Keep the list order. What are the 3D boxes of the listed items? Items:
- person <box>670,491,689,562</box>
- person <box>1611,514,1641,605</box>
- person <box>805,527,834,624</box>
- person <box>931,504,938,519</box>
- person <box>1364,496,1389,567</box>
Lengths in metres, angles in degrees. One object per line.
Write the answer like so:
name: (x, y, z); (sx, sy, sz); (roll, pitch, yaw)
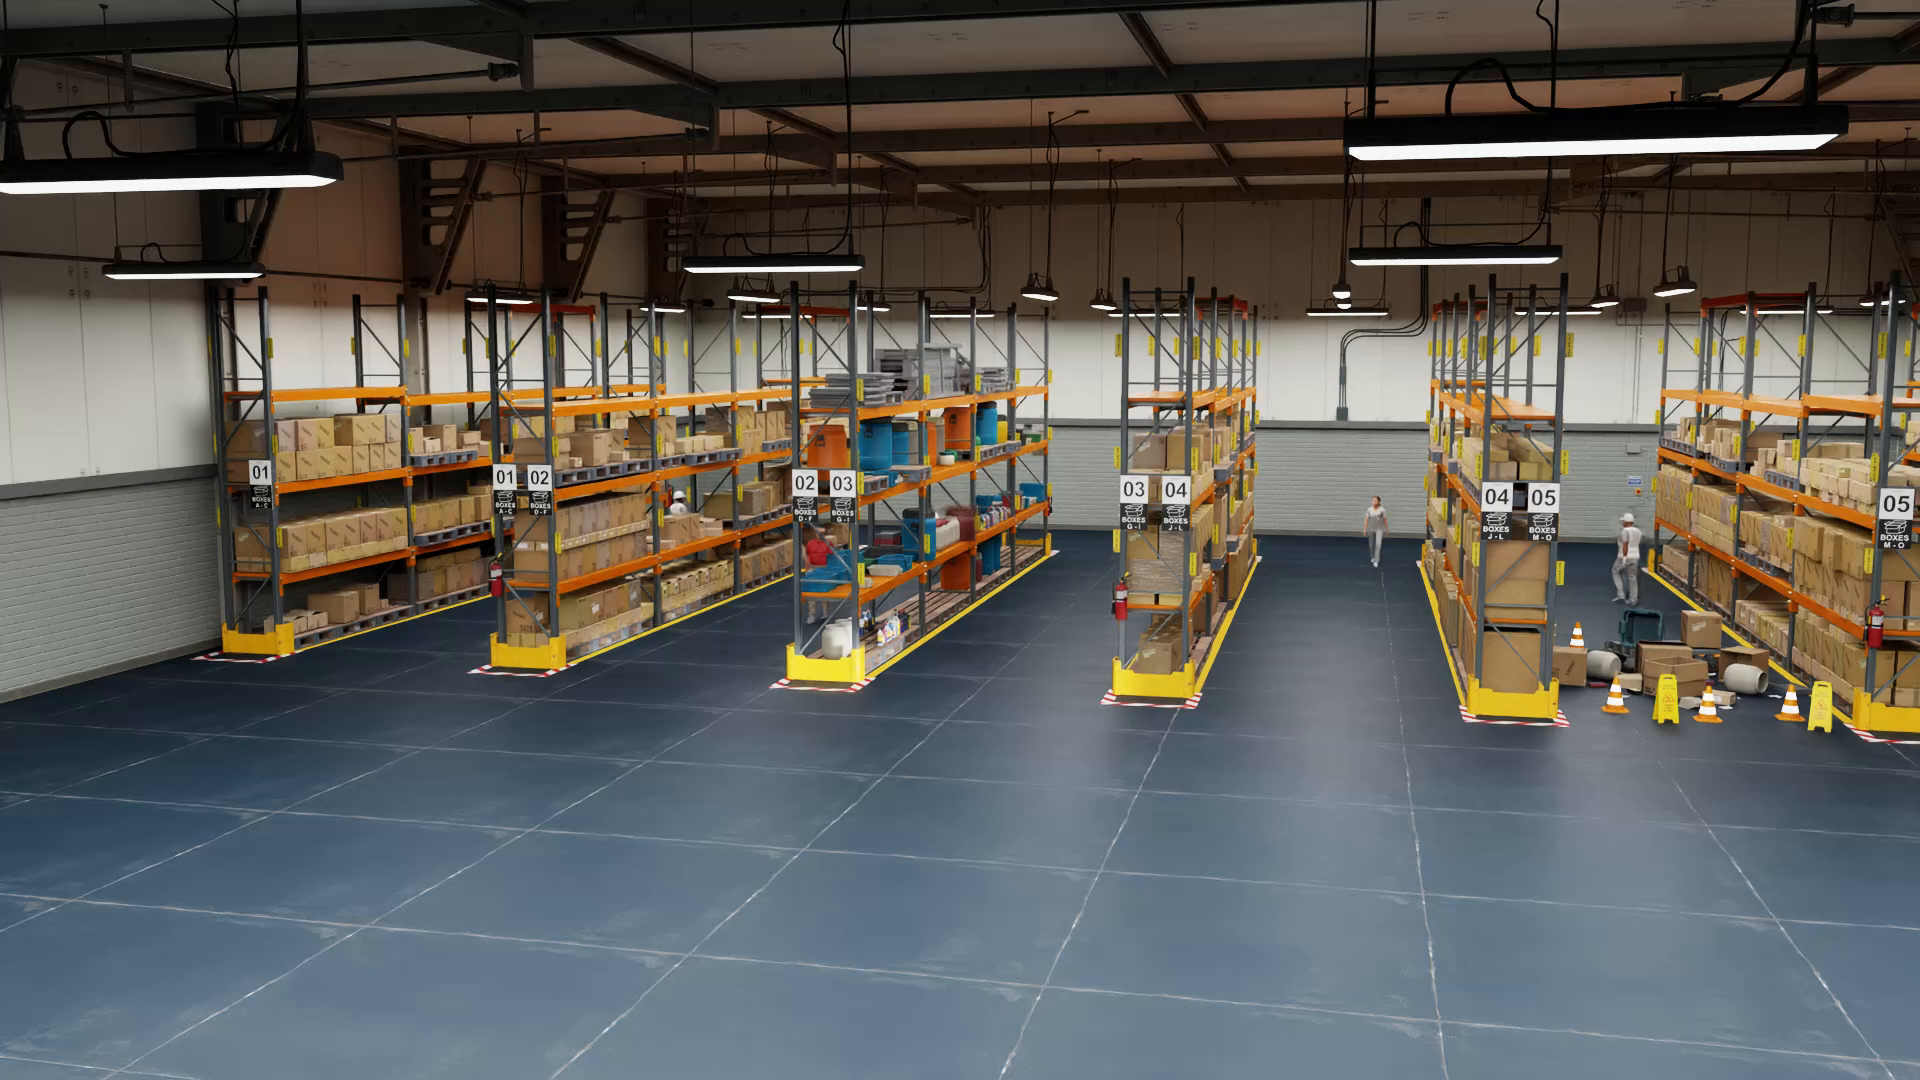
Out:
person: (-6.424, -0.236, 38.008); (0.566, 1.775, 0.498); (6, 9, 44)
person: (13.124, 0.372, 32.570); (0.537, 1.766, 0.548); (-1, 7, -8)
person: (-2.591, 0.641, 30.690); (0.559, 1.737, 0.730); (0, 7, -2)
person: (-0.706, -0.103, 37.179); (0.490, 1.555, 0.892); (3, 7, 25)
person: (9.587, -0.221, 38.333); (0.513, 1.605, 1.072); (3, 7, 23)
